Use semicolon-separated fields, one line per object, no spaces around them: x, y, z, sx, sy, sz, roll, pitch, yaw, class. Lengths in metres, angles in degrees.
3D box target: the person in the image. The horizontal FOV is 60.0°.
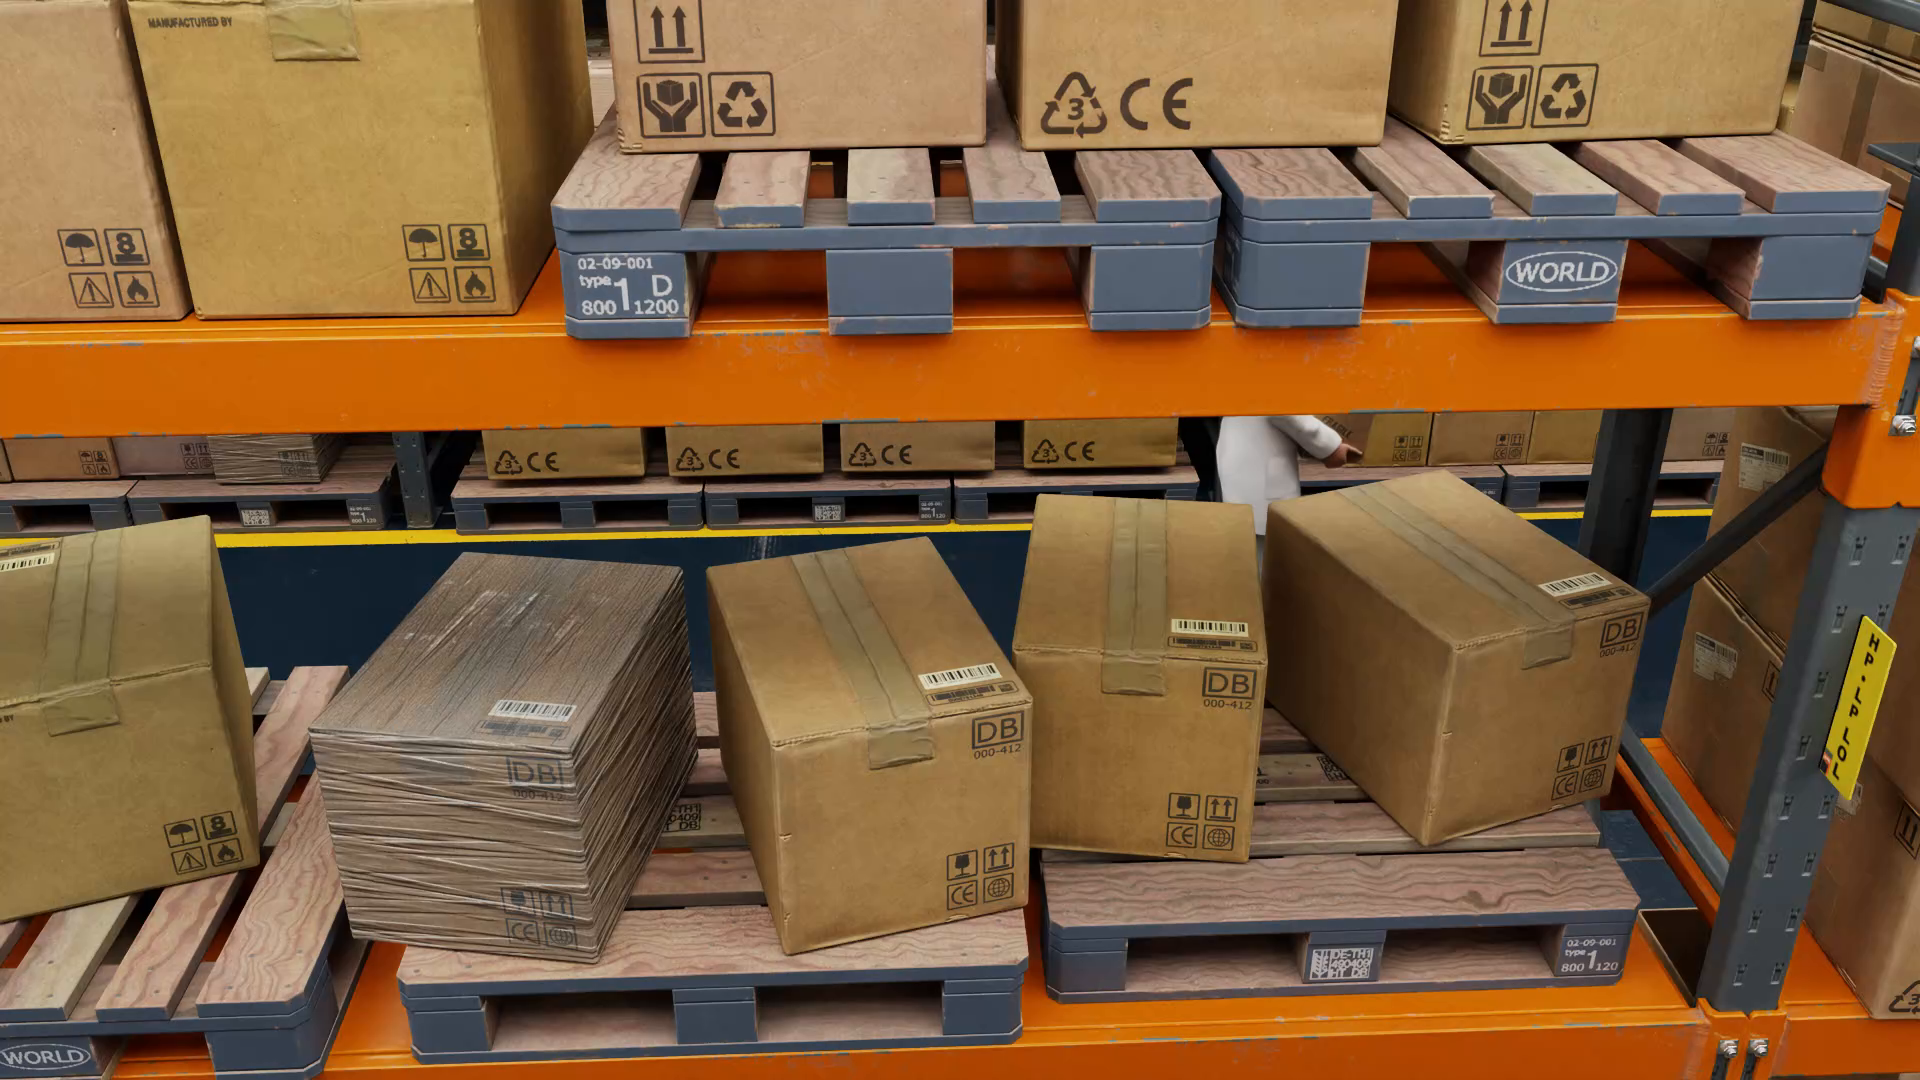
1.308;-0.316;6.757;0.563;1.769;0.530;-1;27;-2;person
